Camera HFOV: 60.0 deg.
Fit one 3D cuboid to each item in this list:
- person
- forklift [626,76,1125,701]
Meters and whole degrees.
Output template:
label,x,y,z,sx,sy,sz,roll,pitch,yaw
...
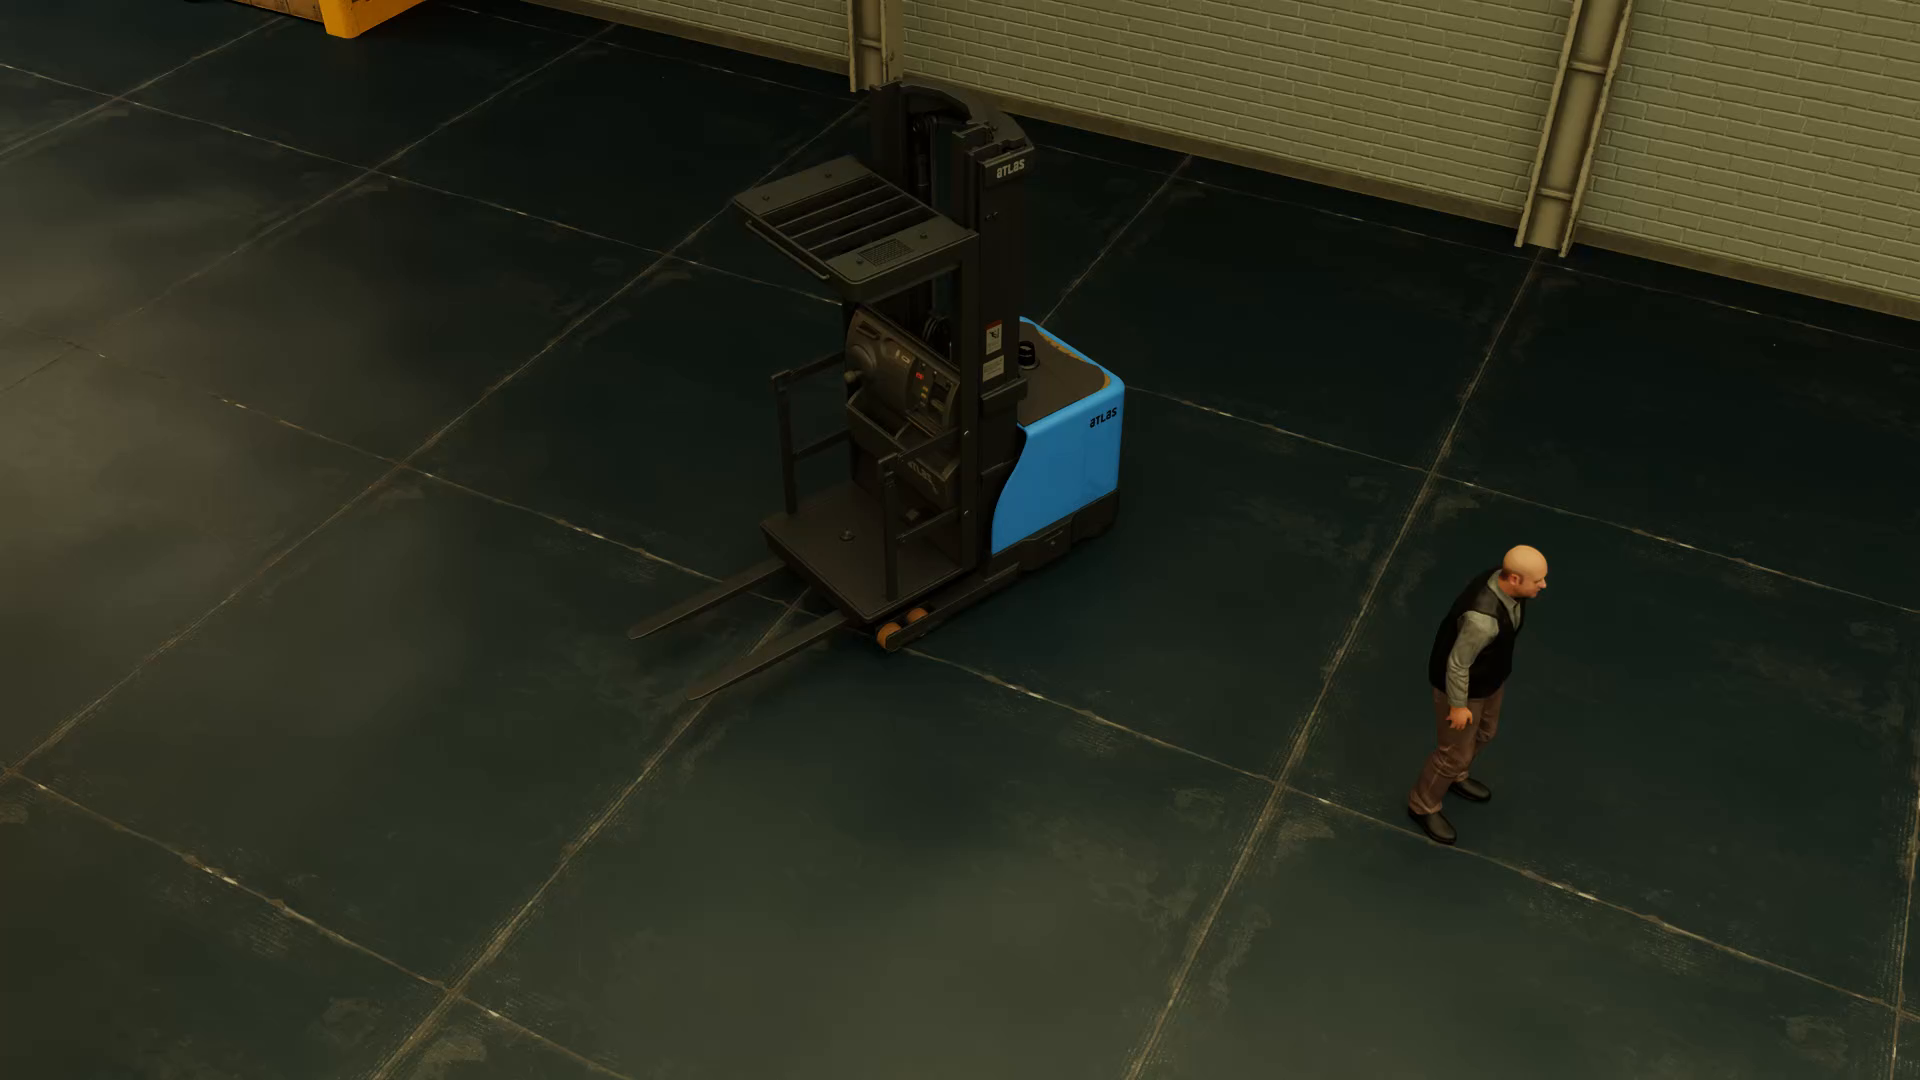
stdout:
label,x,y,z,sx,sy,sz,roll,pitch,yaw
person,2.503,0.684,8.116,0.426,1.719,0.581,27,47,28
forklift,-0.484,-0.870,9.019,3.031,2.935,1.130,-27,47,-29
